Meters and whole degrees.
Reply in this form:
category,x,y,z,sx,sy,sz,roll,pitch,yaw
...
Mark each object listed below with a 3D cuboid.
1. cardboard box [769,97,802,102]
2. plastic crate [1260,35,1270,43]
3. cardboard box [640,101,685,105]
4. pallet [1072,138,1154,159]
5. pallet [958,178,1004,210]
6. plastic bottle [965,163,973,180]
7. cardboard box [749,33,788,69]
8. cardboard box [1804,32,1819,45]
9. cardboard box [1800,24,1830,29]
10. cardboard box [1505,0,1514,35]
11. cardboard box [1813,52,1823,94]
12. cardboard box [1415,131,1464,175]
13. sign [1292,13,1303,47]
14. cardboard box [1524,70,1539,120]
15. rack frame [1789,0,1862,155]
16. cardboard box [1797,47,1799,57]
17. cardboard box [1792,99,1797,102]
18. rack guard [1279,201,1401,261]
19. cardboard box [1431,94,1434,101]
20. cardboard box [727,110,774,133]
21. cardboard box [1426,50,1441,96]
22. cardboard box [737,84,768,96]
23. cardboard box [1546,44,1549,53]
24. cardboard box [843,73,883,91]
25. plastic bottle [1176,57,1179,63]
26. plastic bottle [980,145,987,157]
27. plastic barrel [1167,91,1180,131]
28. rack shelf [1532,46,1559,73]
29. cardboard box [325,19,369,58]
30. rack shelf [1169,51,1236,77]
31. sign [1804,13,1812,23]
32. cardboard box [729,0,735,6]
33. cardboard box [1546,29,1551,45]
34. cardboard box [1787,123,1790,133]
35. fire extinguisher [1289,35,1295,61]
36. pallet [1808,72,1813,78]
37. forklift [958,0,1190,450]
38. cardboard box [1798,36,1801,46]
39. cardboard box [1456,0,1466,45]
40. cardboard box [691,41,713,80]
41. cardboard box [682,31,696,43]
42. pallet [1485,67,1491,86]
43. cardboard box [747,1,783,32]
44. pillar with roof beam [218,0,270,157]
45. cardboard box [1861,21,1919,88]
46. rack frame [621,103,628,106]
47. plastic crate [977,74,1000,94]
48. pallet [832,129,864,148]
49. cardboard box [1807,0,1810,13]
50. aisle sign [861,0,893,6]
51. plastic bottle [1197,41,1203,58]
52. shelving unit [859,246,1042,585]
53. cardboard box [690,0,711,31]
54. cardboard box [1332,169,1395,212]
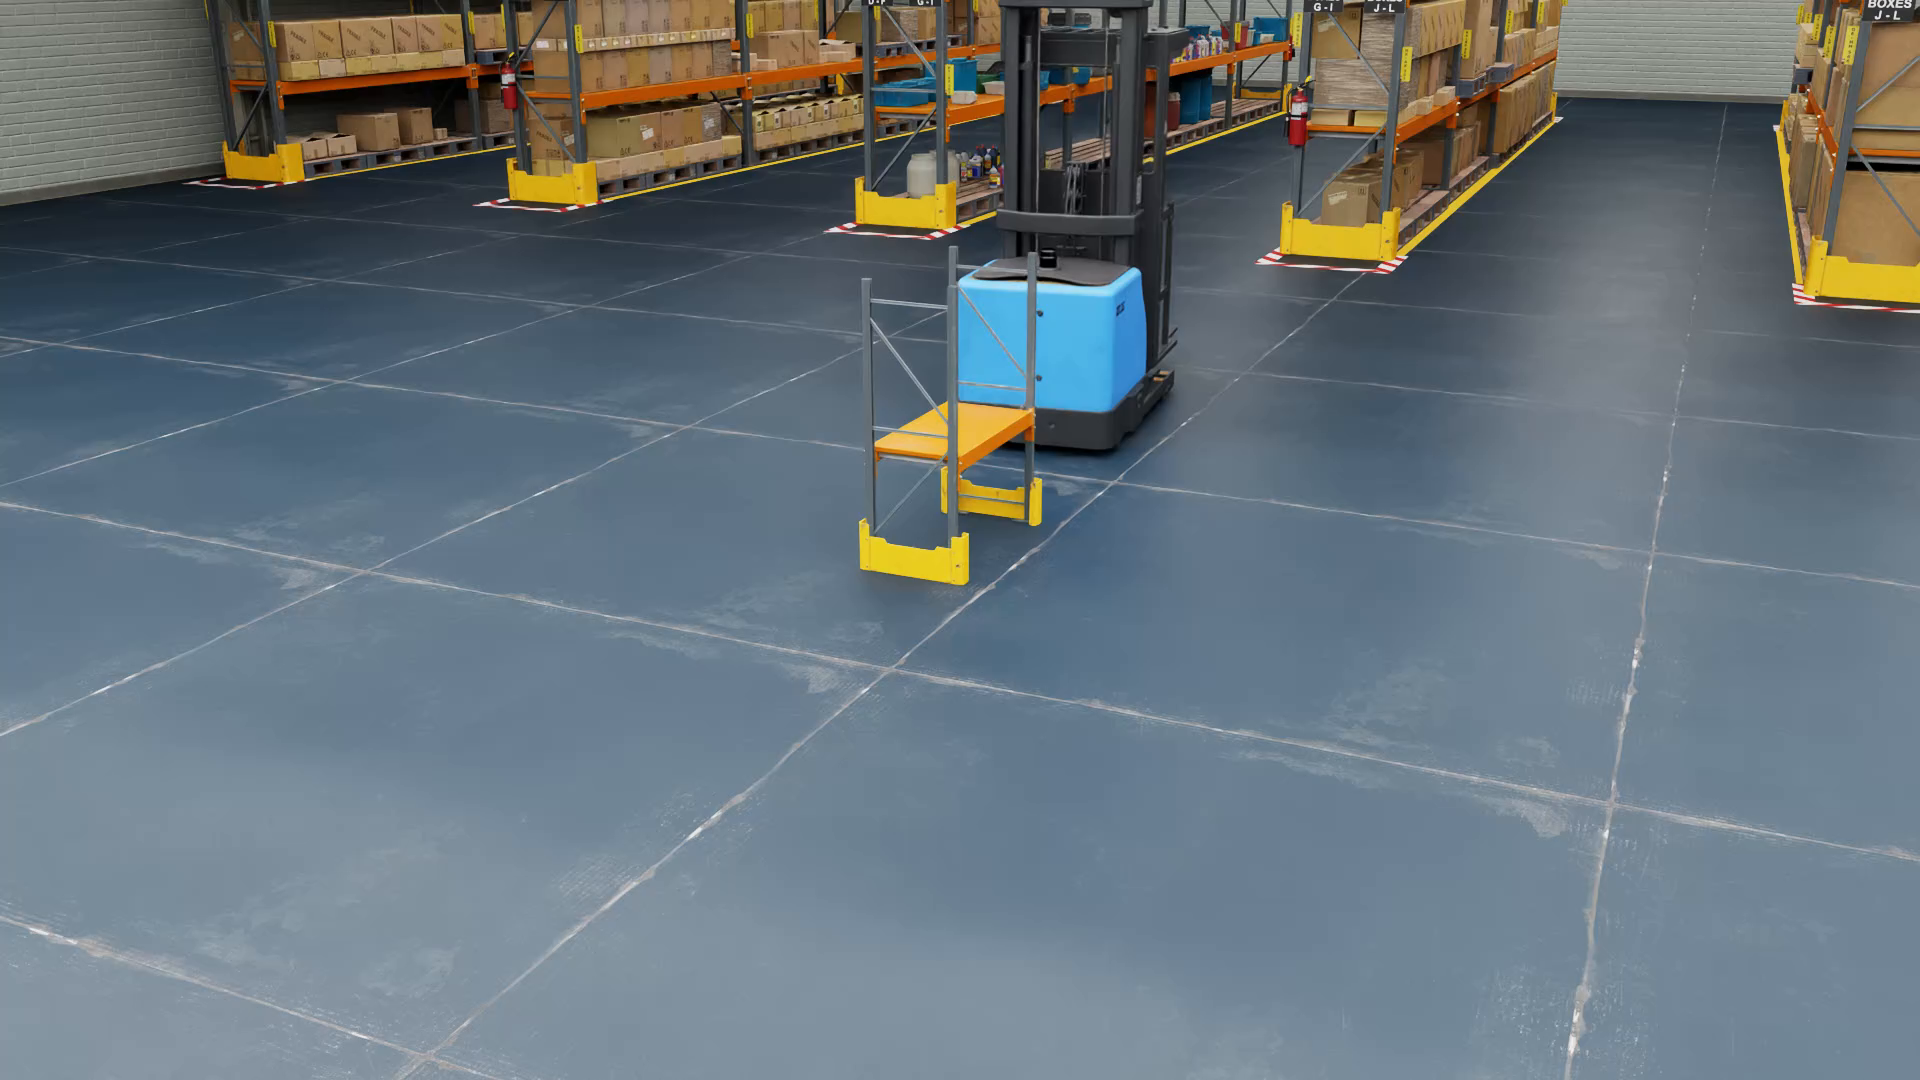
category,x,y,z,sx,sy,sz,roll,pitch,yaw
cardboard box,-2.759,-6.896,26.522,0.500,0.311,0.500,8,21,21
plastic crate,5.634,-9.474,31.436,0.396,0.136,0.243,9,21,23
cardboard box,-4.170,-5.946,23.570,0.500,0.500,0.500,9,21,23
pallet,2.306,-5.940,25.356,1.003,0.211,1.213,9,21,23
pallet,0.210,-4.375,20.955,1.003,0.211,1.213,9,21,23
plastic bottle,0.112,-4.714,21.267,0.097,0.201,0.097,0,20,0
cardboard box,-2.951,-7.384,25.106,0.500,0.500,0.500,10,22,27
cardboard box,11.444,-6.667,22.099,0.380,0.149,0.250,8,21,21
cardboard box,12.610,-7.533,24.536,0.380,0.149,0.250,9,22,24
cardboard box,7.761,-7.746,24.626,0.797,0.503,0.637,9,22,24
cardboard box,10.819,-5.731,20.459,0.500,0.500,0.500,9,21,23
cardboard box,6.252,-5.112,21.939,0.700,0.500,0.500,7,21,18
sign,3.404,-5.137,16.737,0.100,0.325,0.005,9,21,23
cardboard box,9.159,-7.416,27.890,0.875,0.875,0.875,9,21,23
rack frame,13.299,-7.317,25.067,1.000,3.000,0.127,9,21,23
cardboard box,12.297,-7.023,23.989,0.380,0.149,0.250,8,21,20
cardboard box,13.892,-7.156,27.355,0.380,0.149,0.250,9,21,24
rack guard,3.933,-3.206,17.237,1.175,0.500,0.348,9,21,23
cardboard box,5.163,-4.983,18.879,0.380,0.149,0.250,9,21,23
cardboard box,-3.100,-6.202,24.572,0.500,0.311,0.500,9,21,23
cardboard box,4.949,-5.327,18.876,0.875,0.500,0.500,9,21,23
cardboard box,-4.342,-9.302,33.753,0.700,0.500,0.500,9,21,23
cardboard box,9.982,-8.512,28.801,0.380,0.149,0.250,9,21,24
cardboard box,-1.670,-7.885,28.618,0.500,0.250,0.500,9,22,25
plastic bottle,3.417,-7.694,26.302,0.061,0.283,0.133,9,21,23
plastic bottle,0.312,-5.032,21.938,0.144,0.351,0.185,9,22,24
plastic barrel,3.306,-7.044,27.272,0.600,0.588,0.708,9,21,23
rack shelf,9.635,-8.301,28.907,1.077,0.370,4.000,9,21,23
cardboard box,-8.757,-7.103,23.539,0.500,0.500,0.500,8,21,21
rack shelf,3.478,-7.758,27.380,1.077,0.370,4.000,9,21,23
sign,12.801,-7.797,25.125,0.100,0.325,0.005,9,21,23
cardboard box,-4.699,-10.440,32.105,0.500,0.250,0.500,9,22,24
cardboard box,9.871,-8.666,28.639,0.500,0.250,0.500,9,21,23
cardboard box,13.573,-6.655,26.833,0.380,0.149,0.250,9,21,23
fire extinguisher,6.411,-9.703,32.446,0.296,0.674,0.183,9,21,23
pallet,12.435,-6.615,23.378,1.003,0.211,1.213,9,21,23
forklift,0.903,-2.400,11.343,1.130,2.935,3.031,6,21,17
cardboard box,12.403,-7.241,24.158,0.380,0.149,0.250,8,21,20
cardboard box,5.606,-6.066,19.464,0.500,0.500,0.500,9,21,23
cardboard box,-3.882,-6.692,23.160,0.700,0.500,0.500,8,21,22
cardboard box,-3.831,-6.873,22.700,0.380,0.149,0.250,8,21,22
pallet,6.404,-6.105,21.944,1.003,0.211,1.213,9,21,23
cardboard box,-4.200,-10.595,33.836,0.980,0.700,0.700,8,21,21
pillar with roof beam,-6.230,-8.968,20.755,9.100,9.000,0.400,9,21,23
cardboard box,8.573,-4.336,14.850,0.875,0.550,0.550,9,21,23
rack frame,-6.379,-8.845,29.363,1.000,3.000,0.127,9,21,23
plastic crate,0.208,-5.787,21.079,0.450,0.188,0.662,9,21,23
pallet,-2.231,-6.606,27.229,1.003,0.211,1.213,9,21,23
cardboard box,13.452,-8.315,25.788,0.500,0.500,0.500,8,21,21
aisle sign,-0.917,-6.283,18.281,0.394,0.787,0.004,9,21,23
plastic bottle,3.924,-8.107,27.473,0.152,0.276,0.135,9,21,23
shelving unit,-0.031,-0.683,8.652,0.587,1.500,1.083,9,21,23
cardboard box,-3.878,-7.311,22.963,0.700,0.500,0.500,8,21,23
cardboard box,4.386,-3.756,18.158,0.500,0.500,0.500,15,25,37
